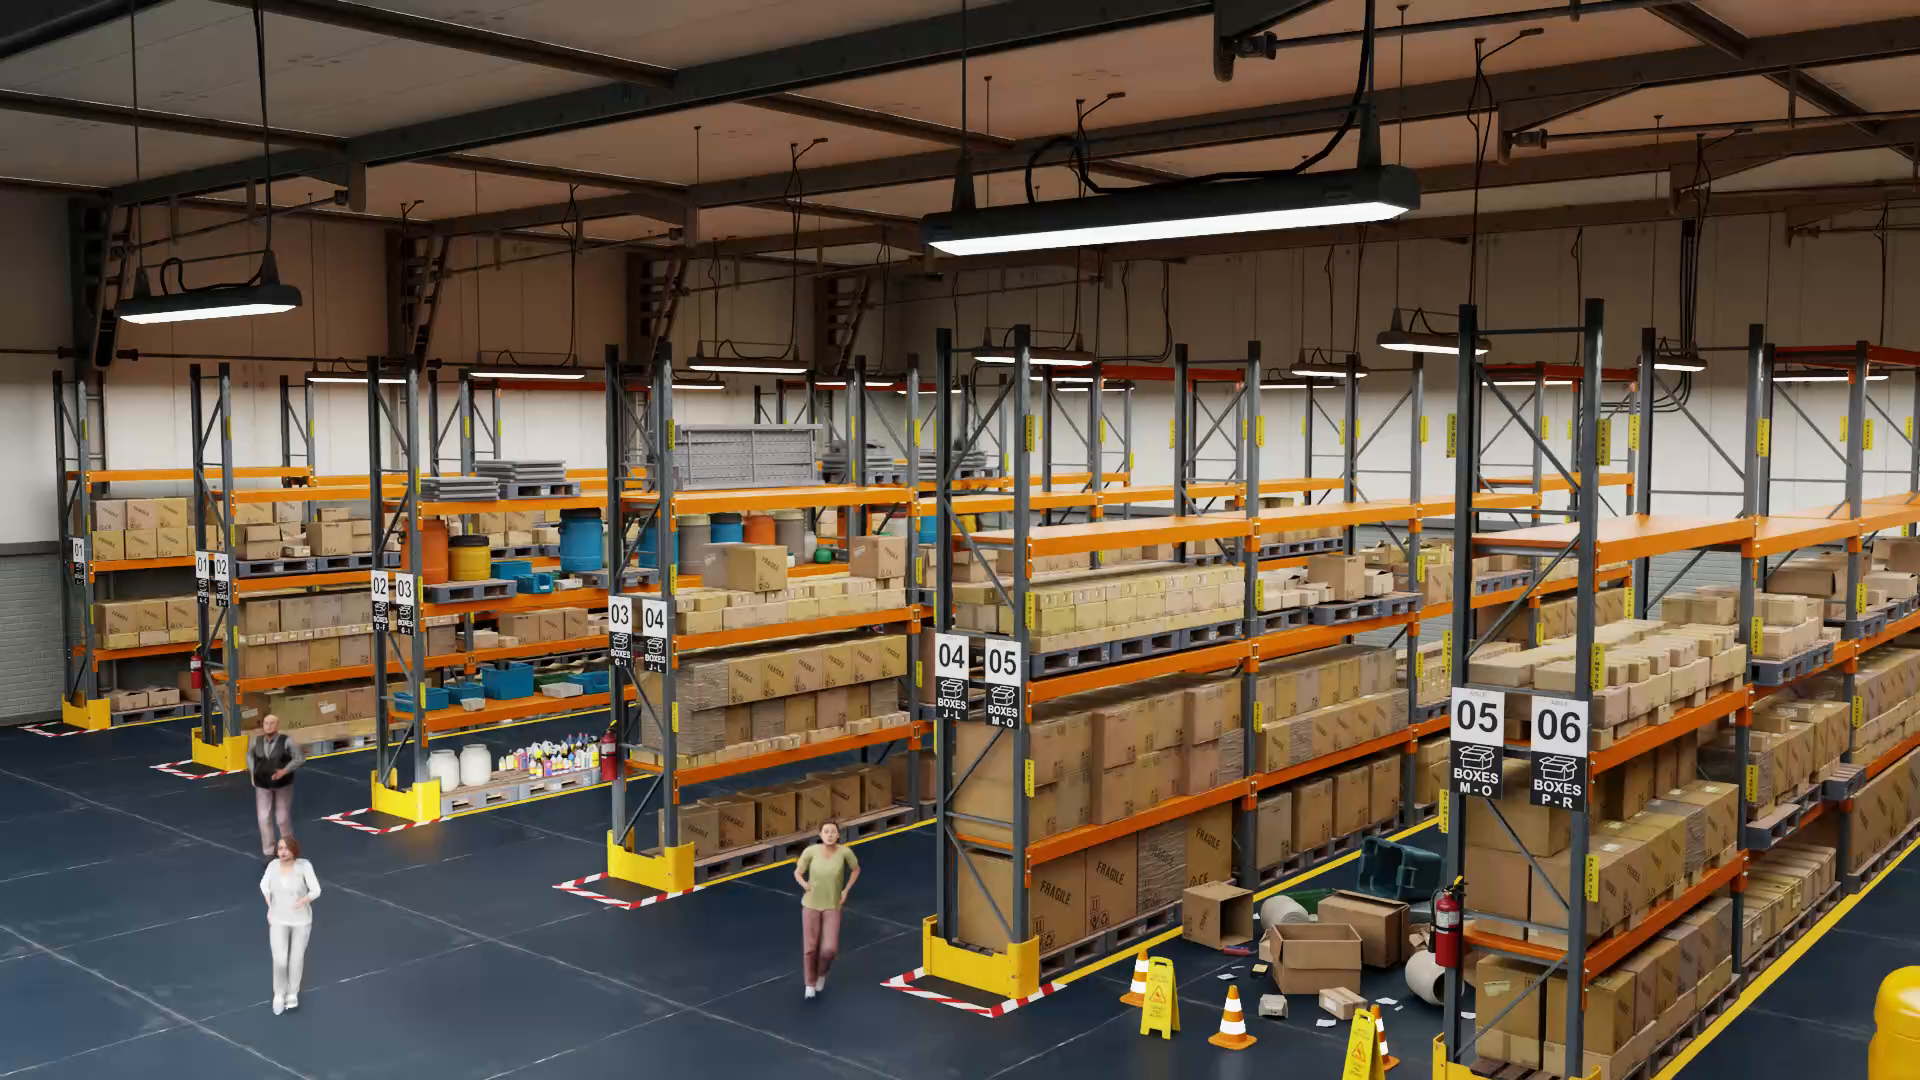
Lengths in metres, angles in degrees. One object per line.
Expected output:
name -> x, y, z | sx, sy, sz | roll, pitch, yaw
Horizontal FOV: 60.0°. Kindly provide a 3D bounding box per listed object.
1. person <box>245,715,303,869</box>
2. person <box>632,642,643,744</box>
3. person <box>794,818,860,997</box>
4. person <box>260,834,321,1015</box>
person -> -8.043, 2.898, 19.498 | 0.670, 1.723, 0.857 | -1, 4, -11
person -> -5.065, 2.370, 26.690 | 0.597, 1.828, 0.763 | 4, 5, 41
person -> -1.186, 3.283, 14.809 | 0.594, 1.624, 0.553 | 0, 4, -2
person -> -5.805, 3.332, 14.411 | 0.512, 1.577, 0.631 | -1, 4, -16
